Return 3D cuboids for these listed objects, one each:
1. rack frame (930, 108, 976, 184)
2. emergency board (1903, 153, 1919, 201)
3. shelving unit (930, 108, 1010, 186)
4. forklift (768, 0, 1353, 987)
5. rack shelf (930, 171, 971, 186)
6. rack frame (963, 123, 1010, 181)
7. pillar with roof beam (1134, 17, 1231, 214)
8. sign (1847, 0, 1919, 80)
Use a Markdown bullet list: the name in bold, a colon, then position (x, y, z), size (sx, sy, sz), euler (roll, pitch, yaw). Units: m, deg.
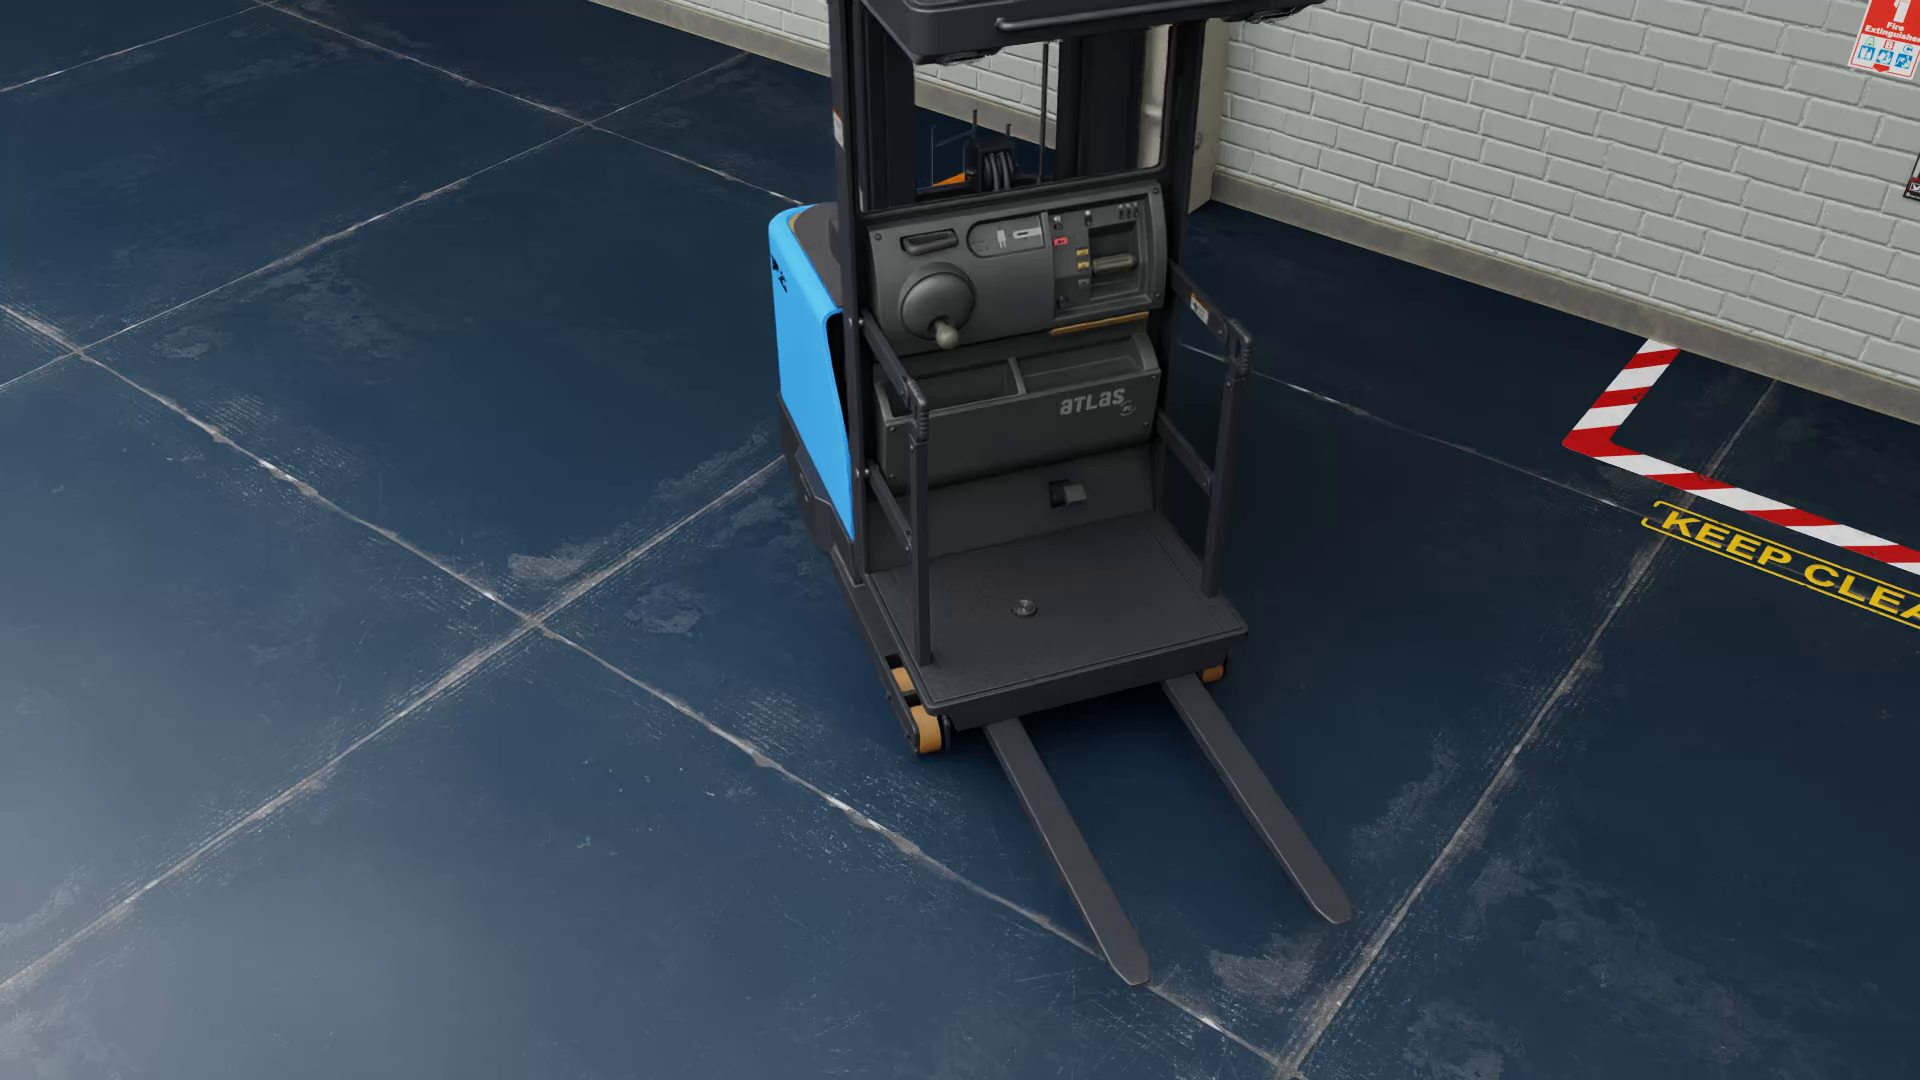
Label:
- **rack frame**: position (-0.027, -1.148, 6.743), size (0.240, 1.200, 0.006), euler (-30, 47, -33)
- **emergency board**: position (3.875, -1.645, 5.917), size (0.626, 1.169, 0.157), euler (25, 45, 29)
- **shelving unit**: position (0.036, -1.107, 6.690), size (0.258, 1.200, 0.189), euler (-30, 47, -33)
- **forklift**: position (0.259, -0.750, 4.830), size (1.130, 2.935, 3.031), euler (-12, 40, -15)
- **rack shelf**: position (0.036, -1.355, 6.496), size (0.258, 0.103, 0.180), euler (-30, 47, -33)
- **rack frame**: position (0.098, -1.066, 6.638), size (0.240, 1.200, 0.006), euler (-30, 47, -33)
- **pillar with roof beam**: position (-1.571, -3.189, 3.024), size (0.400, 9.000, 9.100), euler (25, 45, 29)
- **sign**: position (3.494, -1.904, 6.220), size (0.234, 0.329, 0.001), euler (25, 45, 29)
